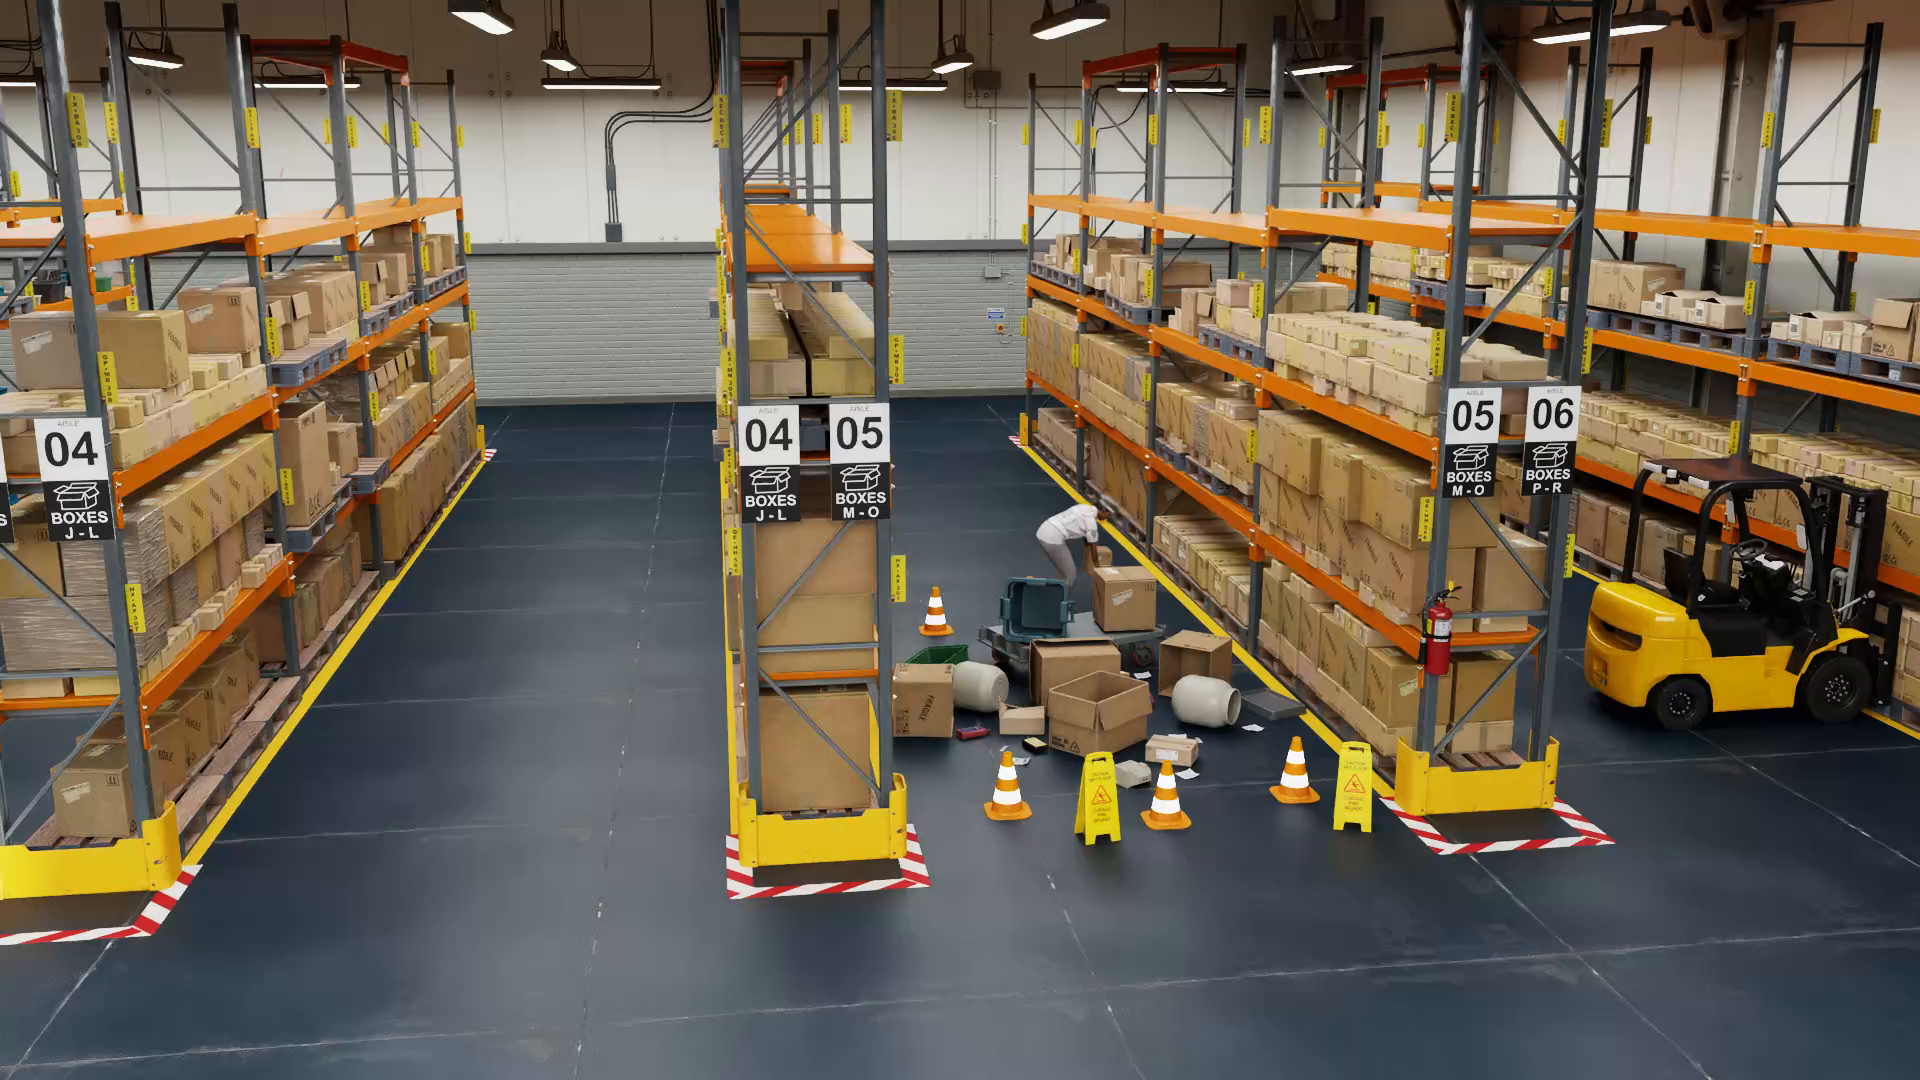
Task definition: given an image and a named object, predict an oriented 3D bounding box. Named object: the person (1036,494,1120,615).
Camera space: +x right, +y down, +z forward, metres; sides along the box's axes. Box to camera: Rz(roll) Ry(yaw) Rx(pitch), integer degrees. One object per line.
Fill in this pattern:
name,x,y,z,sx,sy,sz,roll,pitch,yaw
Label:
person,1.254,0.163,17.633,0.891,1.284,0.422,-2,13,-10
